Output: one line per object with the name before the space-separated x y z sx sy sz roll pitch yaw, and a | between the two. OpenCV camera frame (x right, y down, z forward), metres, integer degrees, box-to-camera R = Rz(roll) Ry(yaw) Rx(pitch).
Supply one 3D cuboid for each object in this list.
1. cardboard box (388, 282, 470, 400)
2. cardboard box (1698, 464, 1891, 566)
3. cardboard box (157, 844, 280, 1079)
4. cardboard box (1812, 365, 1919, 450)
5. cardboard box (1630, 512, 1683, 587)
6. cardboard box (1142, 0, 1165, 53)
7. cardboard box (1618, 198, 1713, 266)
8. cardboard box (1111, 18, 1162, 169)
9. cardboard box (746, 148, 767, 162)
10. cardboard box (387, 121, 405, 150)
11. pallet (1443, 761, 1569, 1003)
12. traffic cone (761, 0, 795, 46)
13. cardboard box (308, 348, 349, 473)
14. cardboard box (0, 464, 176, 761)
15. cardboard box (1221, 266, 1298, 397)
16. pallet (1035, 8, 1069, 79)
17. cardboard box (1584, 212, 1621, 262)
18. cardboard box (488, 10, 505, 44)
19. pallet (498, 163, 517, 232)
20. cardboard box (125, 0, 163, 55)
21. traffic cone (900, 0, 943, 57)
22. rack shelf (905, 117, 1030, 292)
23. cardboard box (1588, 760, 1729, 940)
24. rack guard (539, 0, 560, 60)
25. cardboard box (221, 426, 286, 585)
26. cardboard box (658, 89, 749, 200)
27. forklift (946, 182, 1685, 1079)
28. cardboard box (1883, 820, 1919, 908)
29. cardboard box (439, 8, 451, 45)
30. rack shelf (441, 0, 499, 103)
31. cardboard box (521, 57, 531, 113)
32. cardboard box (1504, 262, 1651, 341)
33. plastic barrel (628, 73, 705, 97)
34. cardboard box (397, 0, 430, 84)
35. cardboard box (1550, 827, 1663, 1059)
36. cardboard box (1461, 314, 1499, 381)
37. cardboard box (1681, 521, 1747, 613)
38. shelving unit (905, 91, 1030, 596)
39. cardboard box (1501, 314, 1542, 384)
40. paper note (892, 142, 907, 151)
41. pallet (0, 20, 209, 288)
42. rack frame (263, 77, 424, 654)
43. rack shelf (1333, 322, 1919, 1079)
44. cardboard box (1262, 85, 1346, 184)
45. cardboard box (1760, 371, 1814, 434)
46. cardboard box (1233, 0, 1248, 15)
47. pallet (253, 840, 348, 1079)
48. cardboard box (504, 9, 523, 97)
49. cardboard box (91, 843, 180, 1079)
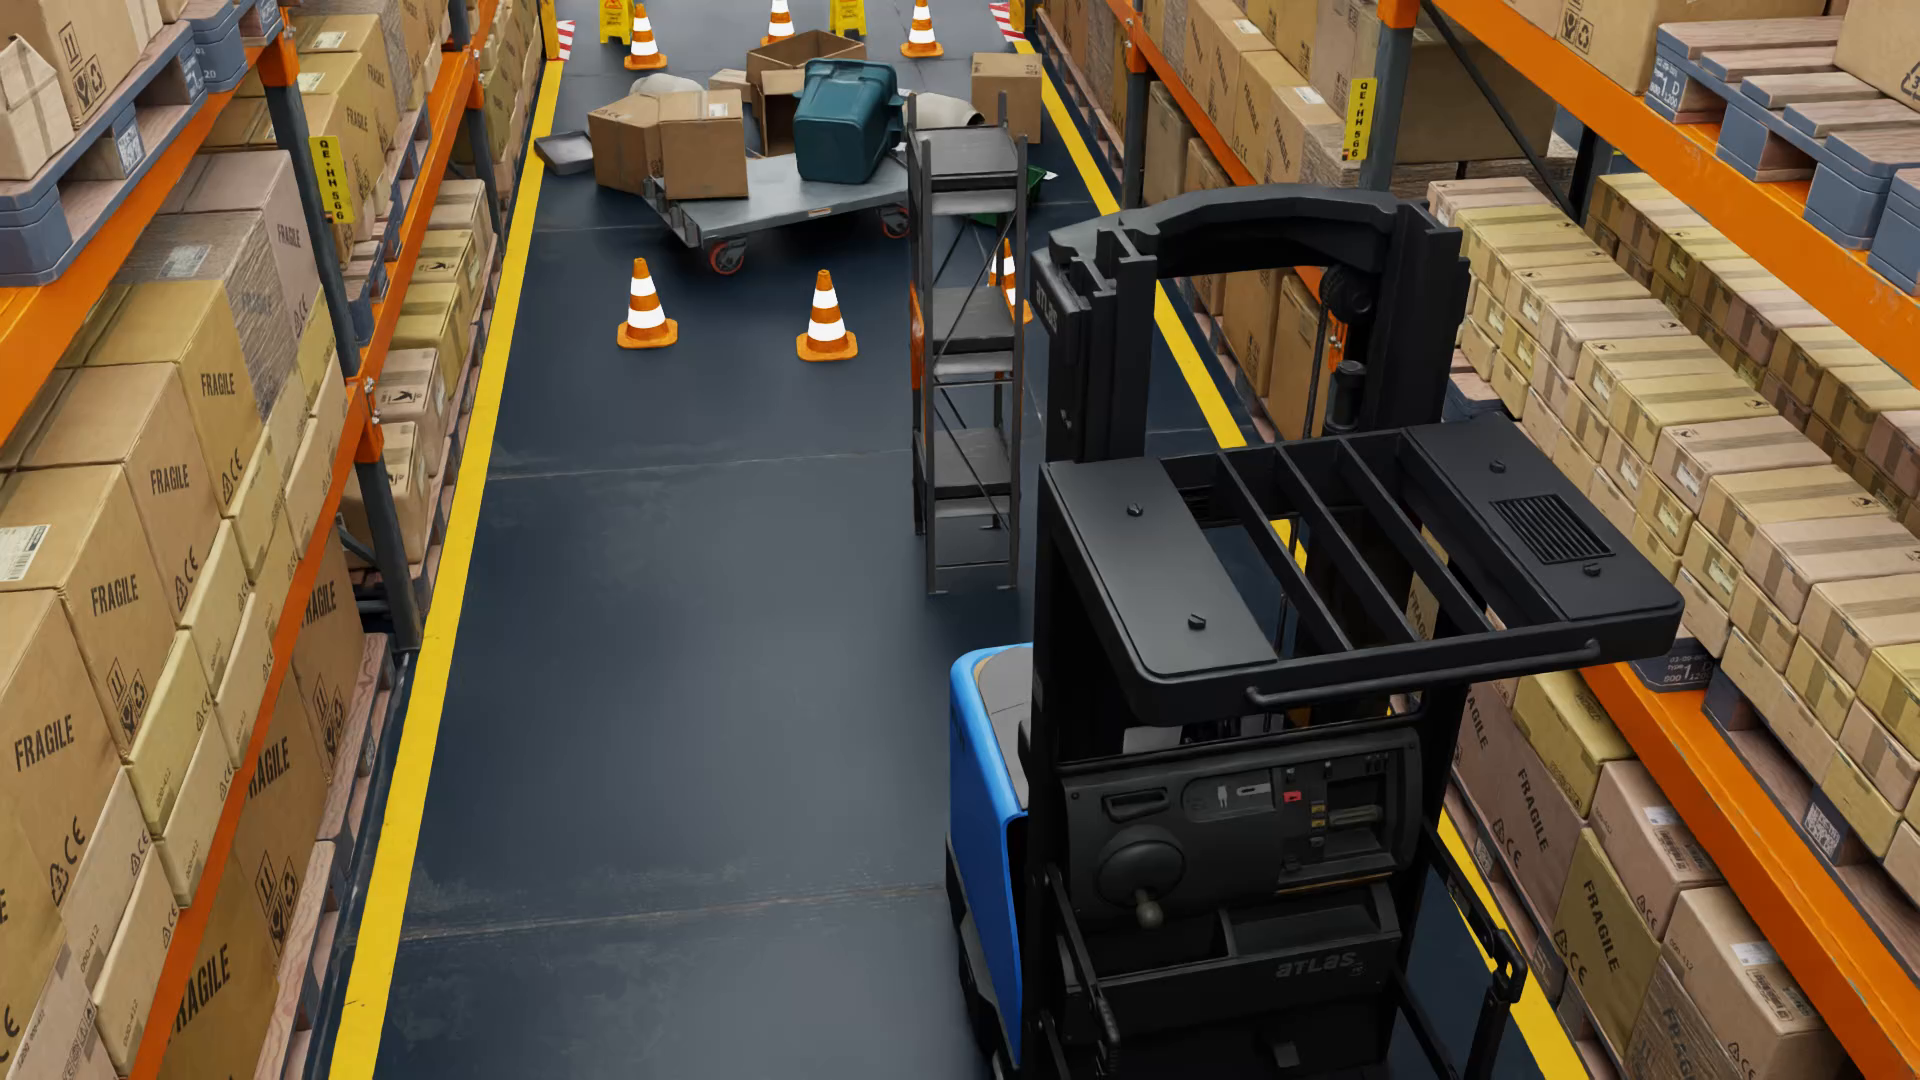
cardboard box | -3.063 -1.002 8.517 0.950 0.372 0.625 -3 34 -5
cardboard box | 2.254 -0.066 4.505 0.380 0.149 0.250 -5 35 -8
cardboard box | -2.547 1.330 4.649 0.875 0.875 0.875 -3 34 -5
cardboard box | 2.824 -0.405 5.002 0.380 0.149 0.250 -3 34 -5
cardboard box | 2.208 0.034 4.886 0.380 0.149 0.250 -3 34 -4
cardboard box | 1.364 -3.154 9.626 0.500 0.500 0.500 -4 34 -6
cardboard box | 2.650 -1.131 6.068 0.380 0.149 0.250 -5 35 -7
cardboard box | 1.545 -3.079 11.118 0.875 0.875 0.875 -4 34 -6
cardboard box | -1.314 -2.483 11.158 0.396 0.266 0.258 27 43 34
cardboard box | -2.822 -1.934 7.775 0.380 0.149 0.250 -3 34 -5
pallet | 2.363 1.073 5.988 1.003 0.211 1.213 -4 35 -6
traffic cone | -1.479 -4.311 13.665 0.336 0.463 0.334 -4 35 -6
cardboard box | -2.468 -0.439 5.864 0.500 0.250 0.500 -6 35 -8
cardboard box | -2.190 0.185 3.838 0.500 0.500 0.500 -5 35 -8
cardboard box | 1.985 -1.273 8.579 1.050 0.750 0.750 -4 34 -6
pallet | 1.207 -4.066 13.530 1.003 0.211 1.213 -4 35 -6
cardboard box | 2.616 -1.146 6.354 0.380 0.149 0.250 -4 34 -5
cardboard box | -3.171 -3.322 10.787 0.380 0.149 0.250 -3 34 -5
pallet | -3.457 -2.215 10.813 1.003 0.211 1.213 -4 35 -6
cardboard box | -2.261 -1.379 4.193 0.396 0.266 0.258 -5 35 -8
traffic cone | -0.313 -4.207 13.512 0.336 0.463 0.334 -4 35 -6
rack shelf | 0.022 -1.342 6.637 0.431 0.518 0.480 -4 35 -6
cardboard box | 2.230 0.903 4.943 0.500 0.250 0.500 -3 34 -4
rack guard | -3.859 -4.152 13.399 1.175 0.500 0.348 -4 35 -6
cardboard box | -2.315 -0.087 4.903 0.500 0.250 0.500 -5 35 -8
cardboard box | -1.571 -2.427 10.195 0.500 0.500 0.500 -4 35 -6
forklift | 0.763 0.788 3.991 1.130 2.935 3.031 -7 35 -10
cardboard box | 2.387 0.761 3.820 0.380 0.149 0.250 -5 35 -7
cardboard box | -2.988 -2.799 9.044 0.380 0.149 0.250 -4 34 -6
rack shelf | -3.600 -3.814 11.322 1.077 0.370 4.000 -4 35 -6
cardboard box | -3.356 -3.253 11.929 0.500 0.250 0.500 -6 35 -8
cardboard box | 2.071 -0.803 5.587 0.380 0.149 0.250 -6 35 -8
plastic barrel | -2.091 -3.125 11.960 0.512 0.421 0.421 20 39 26
cardboard box | -2.910 -2.528 8.070 0.500 0.500 0.500 -3 34 -5
cardboard box | 2.218 1.216 5.148 0.500 0.500 0.500 -5 35 -8
cardboard box | 2.031 -0.699 5.963 0.380 0.149 0.250 -3 34 -4
cardboard box | 2.245 0.054 4.593 0.380 0.149 0.250 -6 35 -9
shelving unit | 0.022 -0.775 7.023 0.431 2.100 0.503 -4 35 -6
cardboard box | 2.076 -0.662 5.644 0.380 0.149 0.250 -4 35 -6
paper note | -0.436 -2.816 11.862 0.172 0.023 0.155 7 35 10
pallet | -2.501 -0.946 3.979 1.003 0.211 1.213 -3 34 -4
rack frame | -2.793 -0.764 6.207 1.000 3.000 0.127 -4 35 -6
rack shelf | 2.367 0.219 5.405 1.077 0.370 4.000 -4 35 -6
cardboard box | 1.706 -1.746 7.559 0.500 0.500 0.500 -4 35 -6
cardboard box | 2.792 -0.427 5.298 0.380 0.149 0.250 -4 34 -5
cardboard box | 1.772 -3.036 8.565 0.700 0.500 0.500 -4 34 -6
pallet | -2.601 1.514 5.341 1.003 0.211 1.213 -4 35 -6
cardboard box | -3.295 -3.280 11.302 0.500 0.500 0.500 -3 34 -4
cardboard box | -2.124 0.976 3.787 0.500 0.250 0.500 -5 35 -8
